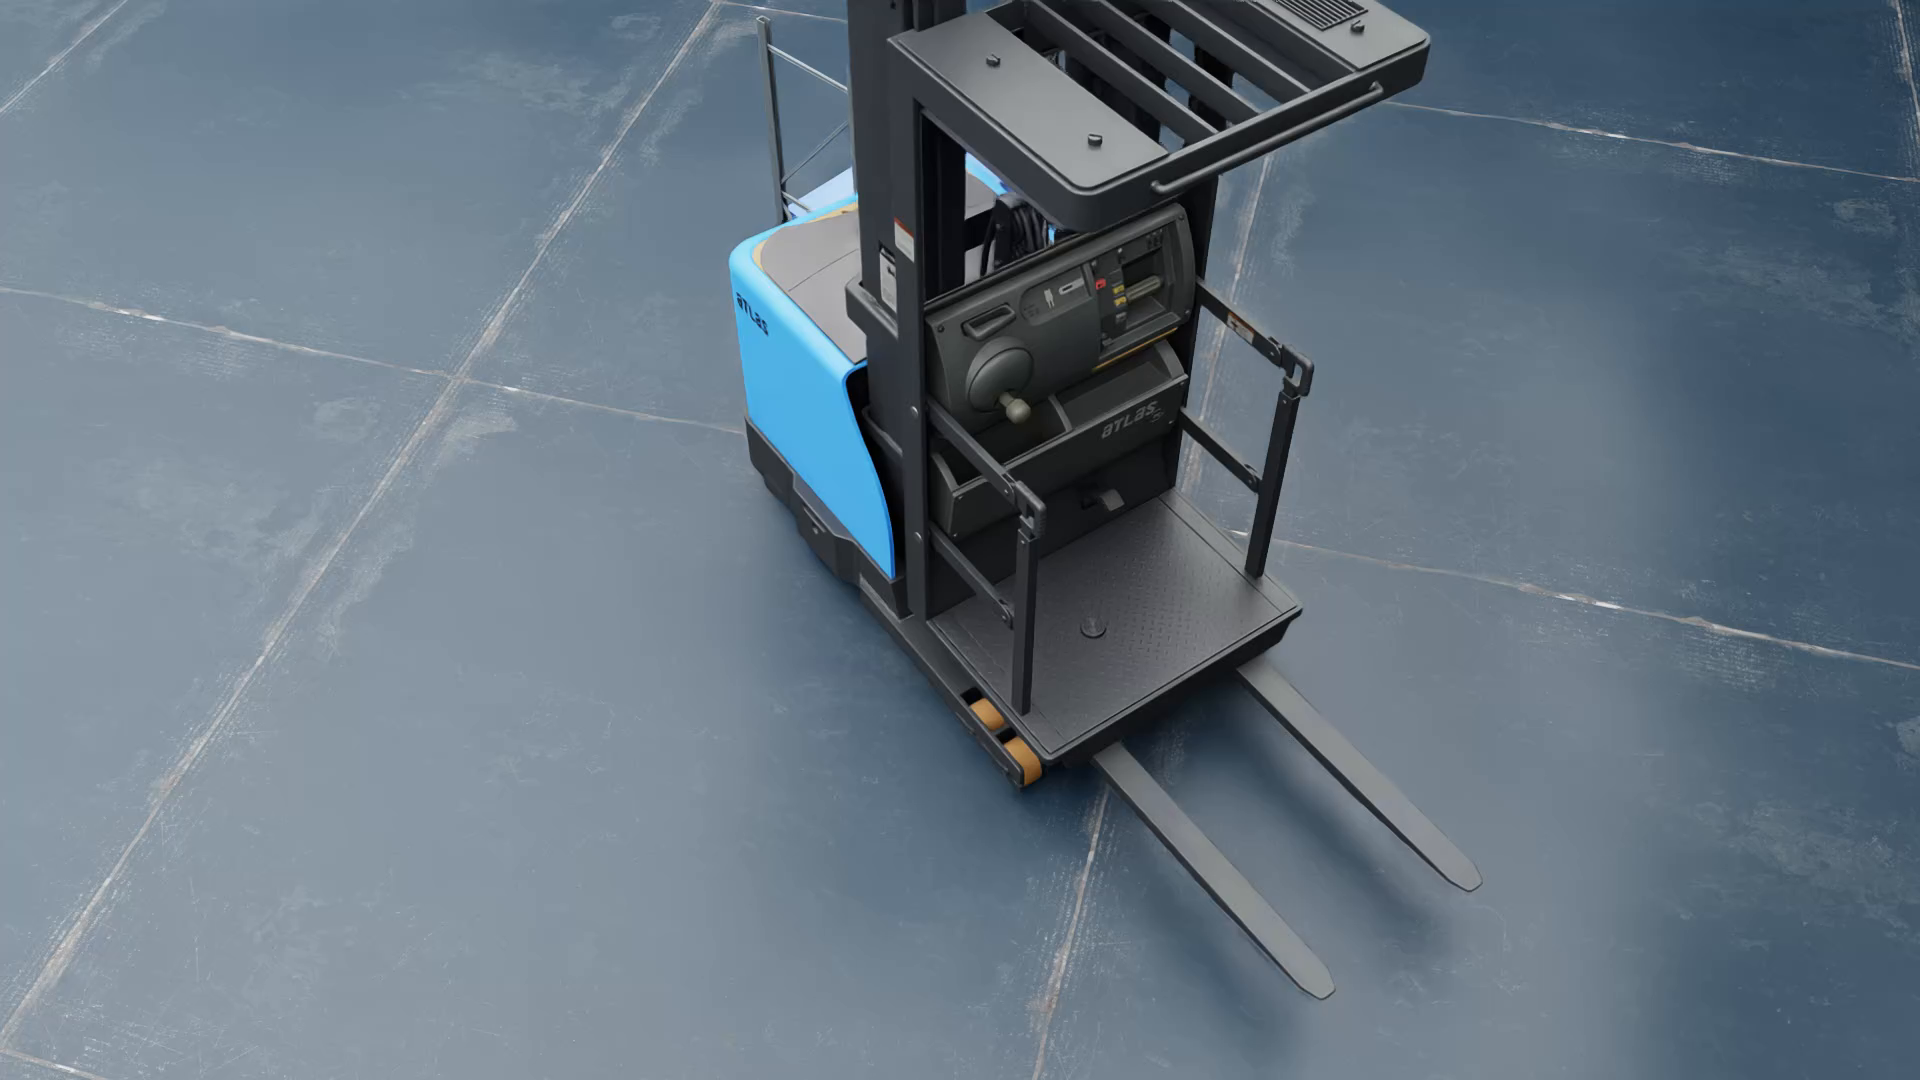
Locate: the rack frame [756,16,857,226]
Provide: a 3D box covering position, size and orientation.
[{"bbox_3d":[-0.529,-1.226,6.331,0.500,1.500,0.032,35,57,27],"label":"rack frame"}]

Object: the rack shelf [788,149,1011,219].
[{"bbox_3d":[-0.181,-1.385,6.712,0.538,0.185,1.000,35,57,27],"label":"rack shelf"}]

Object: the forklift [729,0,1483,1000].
[{"bbox_3d":[0.444,-0.570,4.798,1.130,2.935,3.031,-28,54,-22],"label":"forklift"}]

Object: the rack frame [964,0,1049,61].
[{"bbox_3d":[0.167,-1.782,6.822,0.500,1.500,0.032,35,57,27],"label":"rack frame"}]

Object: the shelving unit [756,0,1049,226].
[{"bbox_3d":[-0.181,-1.504,6.577,0.538,1.500,1.048,35,57,27],"label":"shelving unit"}]
